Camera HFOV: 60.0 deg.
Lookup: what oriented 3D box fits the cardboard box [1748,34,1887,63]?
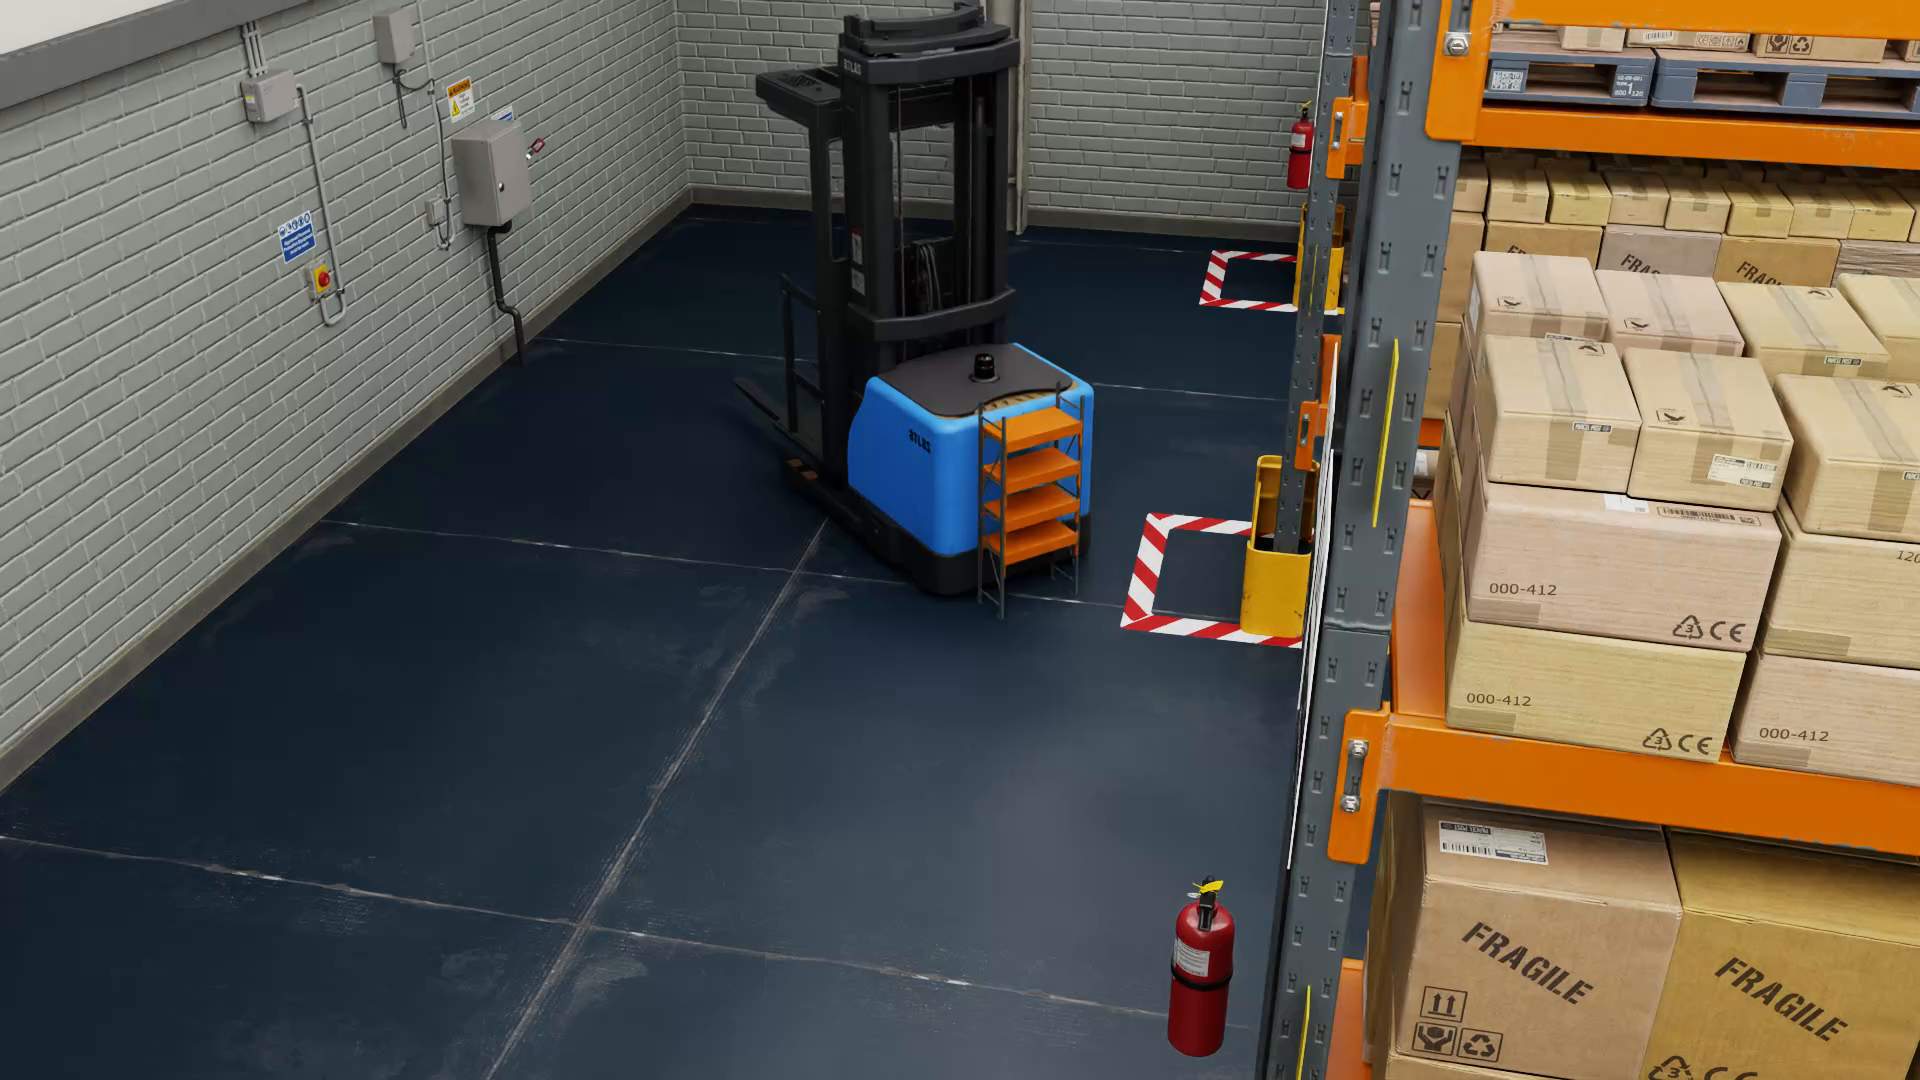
[{"bbox_3d":[3.738,-2.392,7.227,0.500,0.500,0.500,6,29,11],"label":"cardboard box"}]

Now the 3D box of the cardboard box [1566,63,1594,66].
[{"bbox_3d":[4.685,-3.480,12.049,0.500,0.500,0.500,7,29,12],"label":"cardboard box"}]

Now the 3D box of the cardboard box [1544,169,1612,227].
[{"bbox_3d":[2.850,-1.588,7.706,0.250,0.149,0.380,5,29,9],"label":"cardboard box"}]

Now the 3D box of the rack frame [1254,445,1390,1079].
[{"bbox_3d":[0.863,1.257,4.330,0.127,3.000,1.000,6,29,11],"label":"rack frame"}]

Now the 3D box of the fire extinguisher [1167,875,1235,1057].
[{"bbox_3d":[0.713,1.213,4.880,0.183,0.674,0.296,6,29,11],"label":"fire extinguisher"}]

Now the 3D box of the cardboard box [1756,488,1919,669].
[{"bbox_3d":[1.749,0.006,3.127,0.500,0.250,0.500,6,29,10],"label":"cardboard box"}]

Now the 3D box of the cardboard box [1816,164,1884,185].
[{"bbox_3d":[4.196,-1.701,7.913,0.250,0.149,0.380,6,29,10],"label":"cardboard box"}]

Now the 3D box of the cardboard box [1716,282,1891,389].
[{"bbox_3d":[1.721,-0.395,3.445,0.250,0.149,0.380,5,29,9],"label":"cardboard box"}]

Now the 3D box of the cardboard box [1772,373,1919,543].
[{"bbox_3d":[1.628,-0.152,3.001,0.250,0.149,0.380,6,29,10],"label":"cardboard box"}]

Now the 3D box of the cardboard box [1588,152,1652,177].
[{"bbox_3d":[3.193,-1.798,8.090,0.250,0.149,0.380,6,29,10],"label":"cardboard box"}]

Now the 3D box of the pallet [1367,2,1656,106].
[{"bbox_3d":[2.526,-2.285,7.768,1.213,0.211,1.003,6,29,11],"label":"pallet"}]

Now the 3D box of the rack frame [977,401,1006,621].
[{"bbox_3d":[0.164,-0.142,8.759,0.015,1.200,0.240,-17,33,-28],"label":"rack frame"}]

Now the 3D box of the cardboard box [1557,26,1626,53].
[{"bbox_3d":[2.814,-2.294,7.413,0.250,0.149,0.380,7,29,12],"label":"cardboard box"}]

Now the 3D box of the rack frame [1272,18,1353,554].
[{"bbox_3d":[1.798,-1.077,8.594,0.127,3.000,1.000,6,29,11],"label":"rack frame"}]

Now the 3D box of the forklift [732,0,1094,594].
[{"bbox_3d":[-0.461,-1.655,9.721,1.130,2.935,3.031,-17,33,-28],"label":"forklift"}]

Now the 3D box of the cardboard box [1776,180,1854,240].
[{"bbox_3d":[3.862,-1.500,7.546,0.250,0.149,0.380,6,29,11],"label":"cardboard box"}]

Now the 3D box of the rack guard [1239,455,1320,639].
[{"bbox_3d":[1.774,0.017,9.199,0.348,0.500,1.175,6,29,11],"label":"rack guard"}]

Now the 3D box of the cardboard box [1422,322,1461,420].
[{"bbox_3d":[2.207,-0.938,8.236,0.500,0.500,0.500,6,29,10],"label":"cardboard box"}]

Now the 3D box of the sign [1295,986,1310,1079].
[{"bbox_3d":[0.750,1.132,3.656,0.005,0.325,0.100,6,29,11],"label":"sign"}]

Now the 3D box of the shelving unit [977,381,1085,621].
[{"bbox_3d":[0.371,-0.204,8.873,0.503,1.200,0.258,-17,33,-28],"label":"shelving unit"}]

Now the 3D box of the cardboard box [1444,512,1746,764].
[{"bbox_3d":[1.249,0.172,3.344,0.500,0.250,0.500,7,29,12],"label":"cardboard box"}]

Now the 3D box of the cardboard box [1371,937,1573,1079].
[{"bbox_3d":[1.244,1.258,3.915,0.500,0.500,0.500,7,30,13],"label":"cardboard box"}]

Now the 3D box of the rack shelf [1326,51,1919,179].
[{"bbox_3d":[3.754,-1.877,7.681,4.000,0.370,1.077,6,29,11],"label":"rack shelf"}]

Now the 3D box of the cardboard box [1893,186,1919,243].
[{"bbox_3d":[4.361,-1.457,7.467,0.250,0.149,0.380,6,29,10],"label":"cardboard box"}]

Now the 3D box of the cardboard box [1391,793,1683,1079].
[{"bbox_3d":[1.247,0.814,3.684,0.500,0.500,0.500,6,29,10],"label":"cardboard box"}]

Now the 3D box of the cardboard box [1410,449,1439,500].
[{"bbox_3d":[2.464,-0.119,9.074,0.875,0.438,0.875,5,29,9],"label":"cardboard box"}]

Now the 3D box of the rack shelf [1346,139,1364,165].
[{"bbox_3d":[4.787,-2.893,12.659,4.000,0.370,1.077,6,29,11],"label":"rack shelf"}]

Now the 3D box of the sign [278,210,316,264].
[{"bbox_3d":[-3.791,-1.734,9.512,0.001,0.218,0.327,6,29,11],"label":"sign"}]

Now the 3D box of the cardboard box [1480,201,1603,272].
[{"bbox_3d":[2.715,-1.329,7.909,0.500,0.500,0.500,5,29,9],"label":"cardboard box"}]

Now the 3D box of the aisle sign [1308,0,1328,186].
[{"bbox_3d":[1.667,-2.089,7.735,0.004,0.787,0.394,6,29,11],"label":"aisle sign"}]

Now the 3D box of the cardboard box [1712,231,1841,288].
[{"bbox_3d":[3.708,-1.232,7.731,0.500,0.500,0.500,6,29,11],"label":"cardboard box"}]

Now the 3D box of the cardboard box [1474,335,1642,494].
[{"bbox_3d":[1.132,-0.247,3.175,0.250,0.149,0.380,6,29,10],"label":"cardboard box"}]

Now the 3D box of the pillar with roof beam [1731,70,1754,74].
[{"bbox_3d":[5.351,-4.111,7.888,0.400,9.000,9.100,6,29,11],"label":"pillar with roof beam"}]

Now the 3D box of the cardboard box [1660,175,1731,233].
[{"bbox_3d":[3.353,-1.542,7.622,0.250,0.149,0.380,6,29,11],"label":"cardboard box"}]

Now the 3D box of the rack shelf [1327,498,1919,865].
[{"bbox_3d":[2.819,0.458,3.416,4.000,0.370,1.077,6,29,11],"label":"rack shelf"}]

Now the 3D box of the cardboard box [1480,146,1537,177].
[{"bbox_3d":[2.714,-1.902,8.280,0.250,0.149,0.380,6,29,10],"label":"cardboard box"}]

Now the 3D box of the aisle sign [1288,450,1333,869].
[{"bbox_3d":[0.729,0.251,3.462,0.004,0.787,0.394,6,29,11],"label":"aisle sign"}]

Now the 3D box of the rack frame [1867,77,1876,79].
[{"bbox_3d":[6.743,-3.008,12.120,0.127,3.000,1.000,6,29,11],"label":"rack frame"}]

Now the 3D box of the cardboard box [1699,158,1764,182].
[{"bbox_3d":[3.703,-1.765,8.030,0.250,0.149,0.380,7,29,12],"label":"cardboard box"}]

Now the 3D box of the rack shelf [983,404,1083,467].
[{"bbox_3d":[0.371,-0.549,8.684,0.480,0.148,0.258,-17,33,-28],"label":"rack shelf"}]

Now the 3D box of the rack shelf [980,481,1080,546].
[{"bbox_3d":[0.371,-0.145,8.905,0.480,0.148,0.258,-17,33,-28],"label":"rack shelf"}]

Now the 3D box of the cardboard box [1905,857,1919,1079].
[{"bbox_3d":[2.246,0.924,3.483,0.500,0.500,0.500,5,29,9],"label":"cardboard box"}]

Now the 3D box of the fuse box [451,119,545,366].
[{"bbox_3d":[-3.140,-2.039,11.692,0.414,1.711,0.539,6,29,11],"label":"fuse box"}]

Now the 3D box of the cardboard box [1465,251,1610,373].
[{"bbox_3d":[1.250,-0.491,3.621,0.250,0.149,0.380,6,29,10],"label":"cardboard box"}]

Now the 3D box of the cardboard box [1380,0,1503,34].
[{"bbox_3d":[2.257,-2.553,7.780,0.500,0.250,0.500,3,29,6],"label":"cardboard box"}]

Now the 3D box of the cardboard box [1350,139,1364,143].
[{"bbox_3d":[3.095,-3.137,12.618,0.250,0.149,0.380,6,29,10],"label":"cardboard box"}]

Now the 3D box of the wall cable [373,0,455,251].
[{"bbox_3d":[-3.437,-2.745,10.582,0.122,1.984,0.588,6,29,11],"label":"wall cable"}]

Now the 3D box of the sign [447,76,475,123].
[{"bbox_3d":[-3.354,-2.961,11.175,0.001,0.242,0.339,6,29,11],"label":"sign"}]

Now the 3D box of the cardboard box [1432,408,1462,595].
[{"bbox_3d":[1.363,-0.071,3.789,0.500,0.250,0.500,5,29,9],"label":"cardboard box"}]

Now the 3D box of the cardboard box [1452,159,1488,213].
[{"bbox_3d":[2.359,-1.686,7.885,0.250,0.149,0.380,7,29,12],"label":"cardboard box"}]
